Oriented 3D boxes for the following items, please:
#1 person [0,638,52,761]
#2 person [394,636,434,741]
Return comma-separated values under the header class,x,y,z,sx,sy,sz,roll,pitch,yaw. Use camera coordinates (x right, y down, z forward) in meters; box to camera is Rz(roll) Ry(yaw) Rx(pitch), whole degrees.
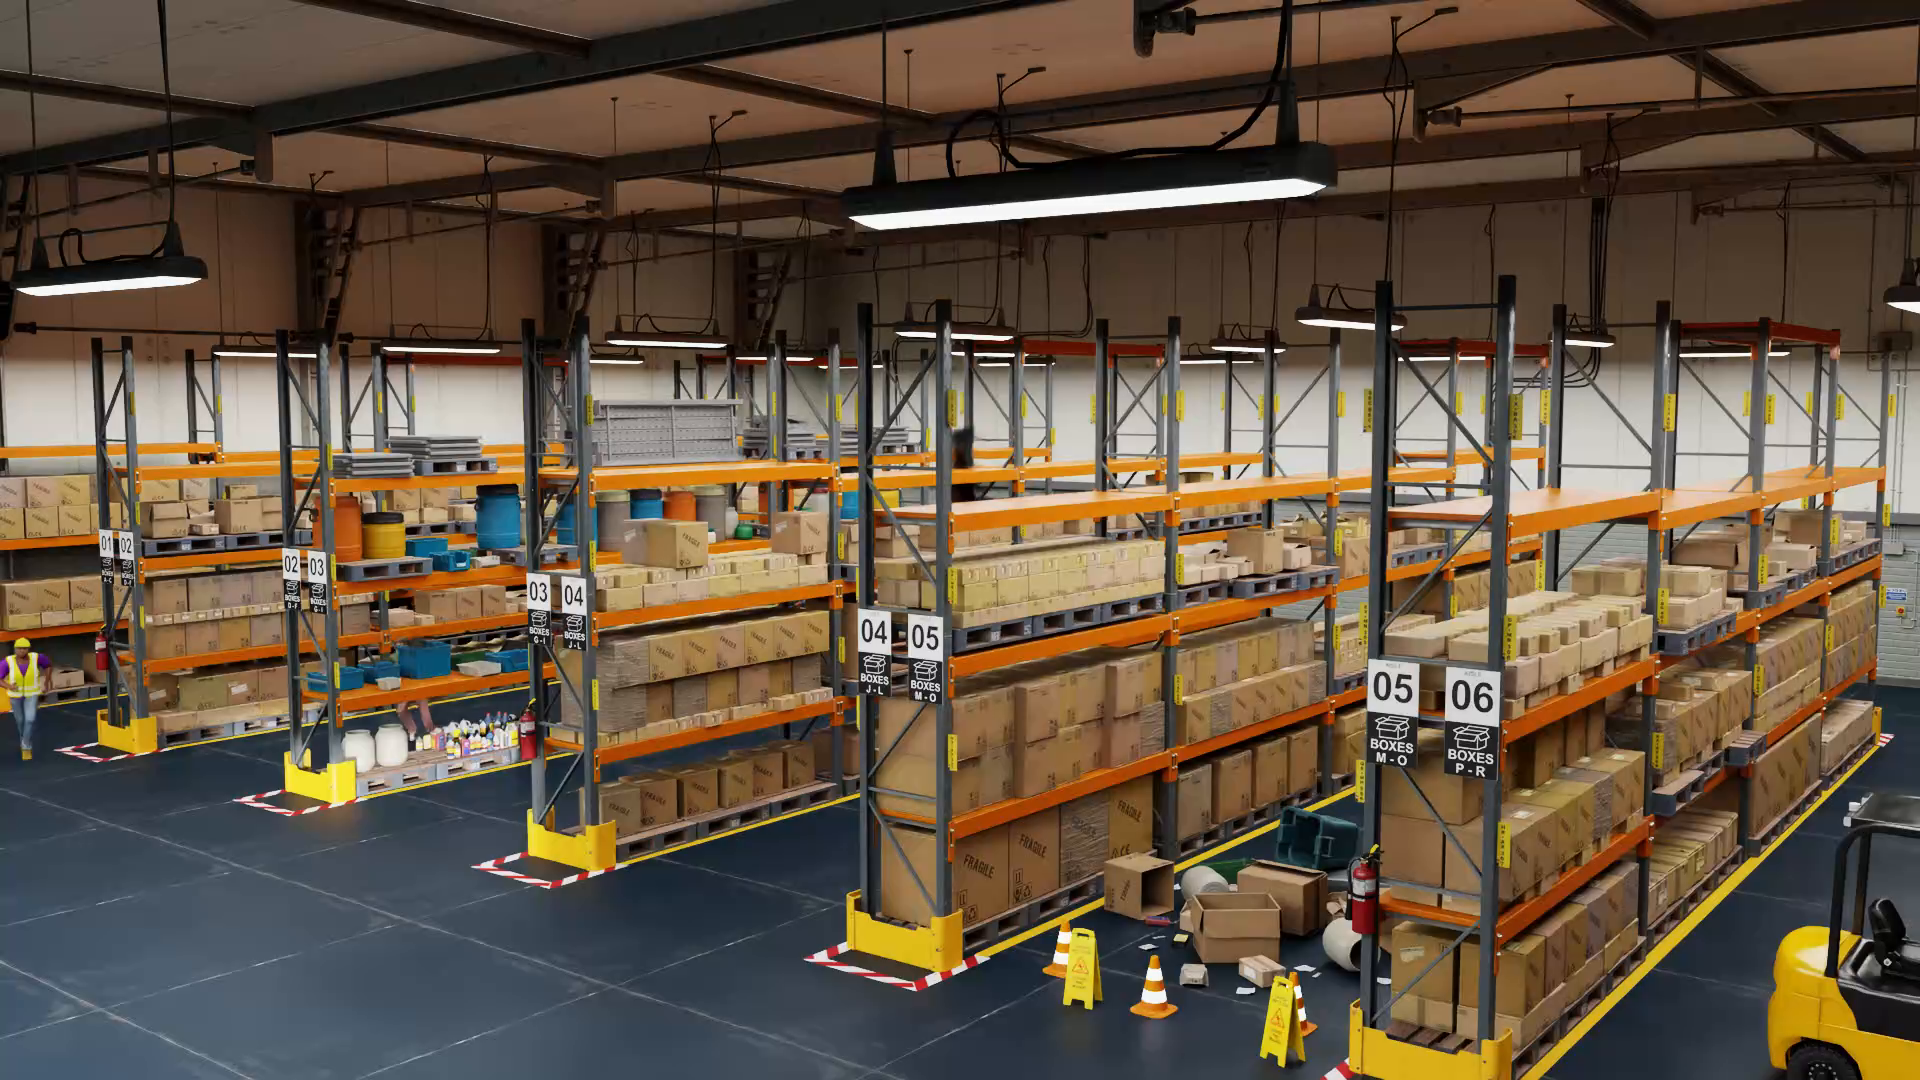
class,x,y,z,sx,sy,sz,roll,pitch,yaw
person,-13.391,2.248,23.813,0.714,1.768,0.908,-2,6,-25
person,-8.171,2.209,24.858,0.569,1.609,0.547,-1,5,-6
